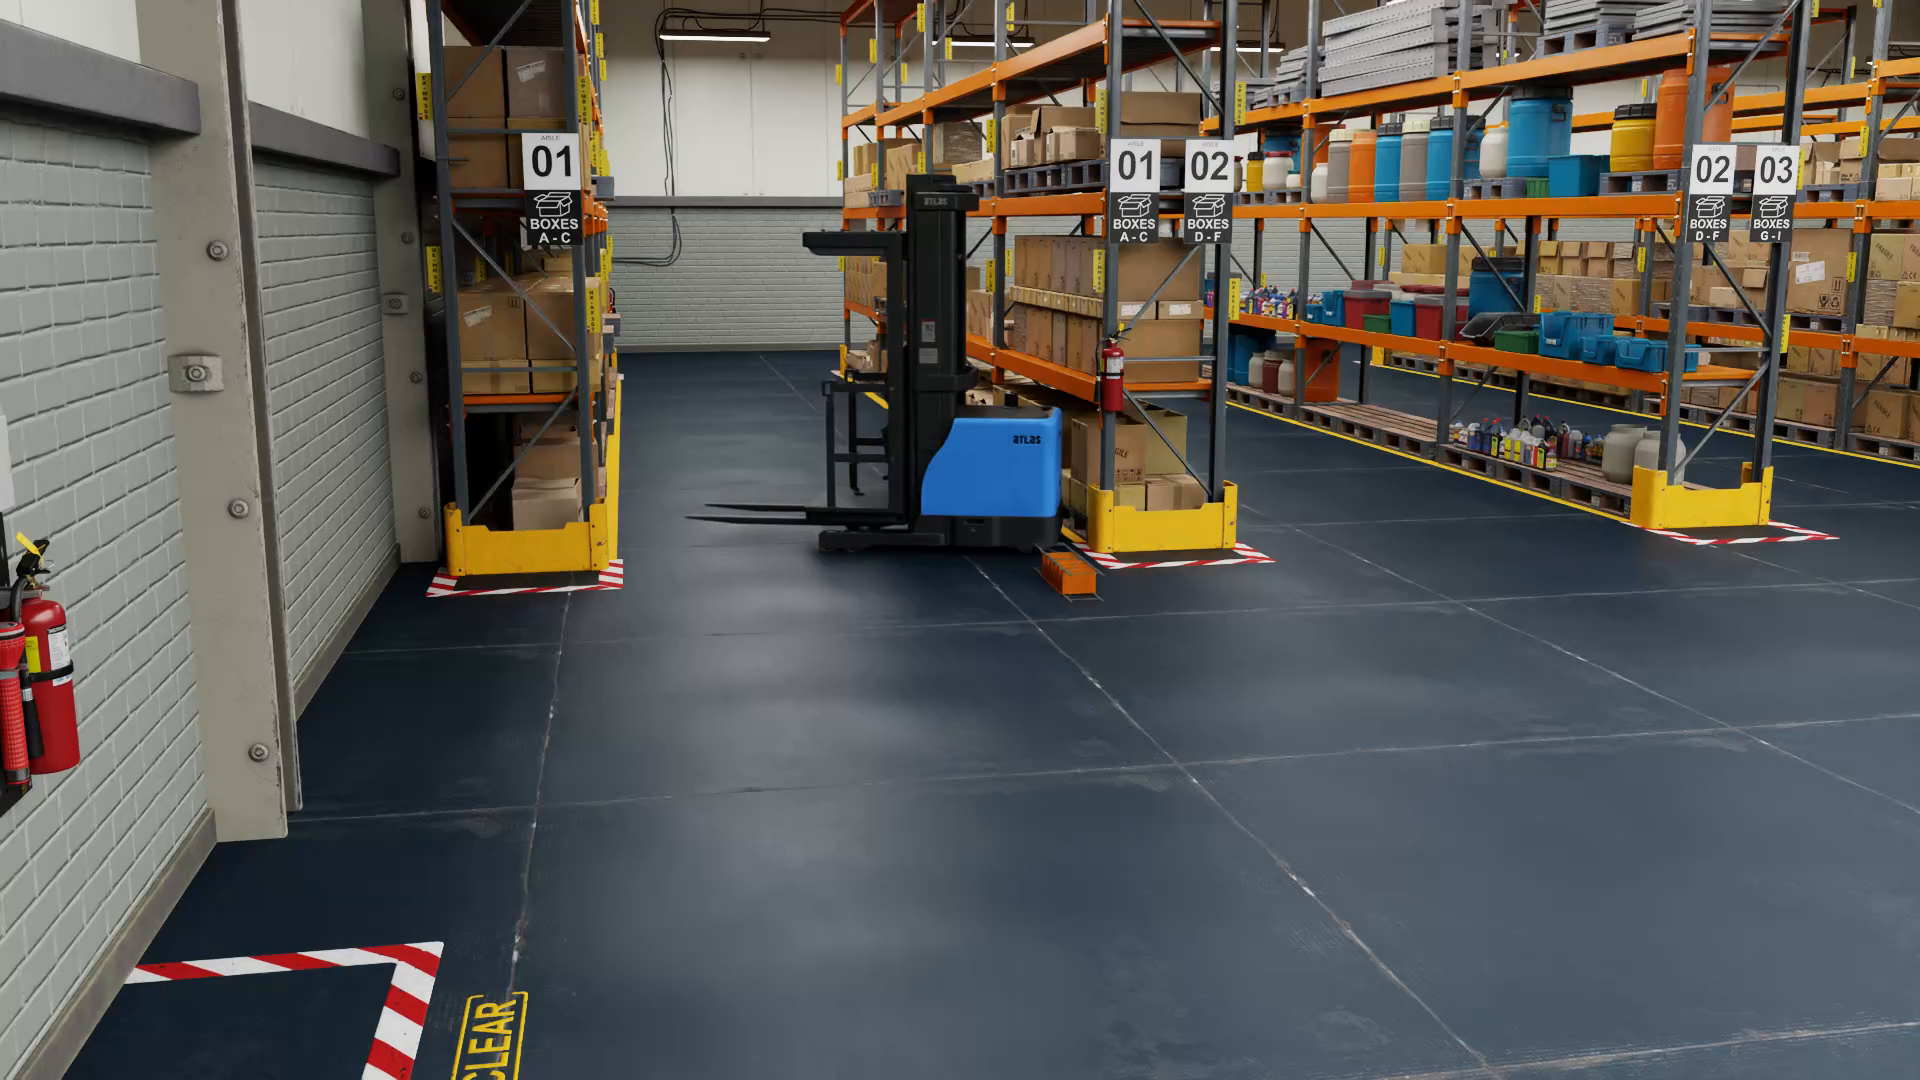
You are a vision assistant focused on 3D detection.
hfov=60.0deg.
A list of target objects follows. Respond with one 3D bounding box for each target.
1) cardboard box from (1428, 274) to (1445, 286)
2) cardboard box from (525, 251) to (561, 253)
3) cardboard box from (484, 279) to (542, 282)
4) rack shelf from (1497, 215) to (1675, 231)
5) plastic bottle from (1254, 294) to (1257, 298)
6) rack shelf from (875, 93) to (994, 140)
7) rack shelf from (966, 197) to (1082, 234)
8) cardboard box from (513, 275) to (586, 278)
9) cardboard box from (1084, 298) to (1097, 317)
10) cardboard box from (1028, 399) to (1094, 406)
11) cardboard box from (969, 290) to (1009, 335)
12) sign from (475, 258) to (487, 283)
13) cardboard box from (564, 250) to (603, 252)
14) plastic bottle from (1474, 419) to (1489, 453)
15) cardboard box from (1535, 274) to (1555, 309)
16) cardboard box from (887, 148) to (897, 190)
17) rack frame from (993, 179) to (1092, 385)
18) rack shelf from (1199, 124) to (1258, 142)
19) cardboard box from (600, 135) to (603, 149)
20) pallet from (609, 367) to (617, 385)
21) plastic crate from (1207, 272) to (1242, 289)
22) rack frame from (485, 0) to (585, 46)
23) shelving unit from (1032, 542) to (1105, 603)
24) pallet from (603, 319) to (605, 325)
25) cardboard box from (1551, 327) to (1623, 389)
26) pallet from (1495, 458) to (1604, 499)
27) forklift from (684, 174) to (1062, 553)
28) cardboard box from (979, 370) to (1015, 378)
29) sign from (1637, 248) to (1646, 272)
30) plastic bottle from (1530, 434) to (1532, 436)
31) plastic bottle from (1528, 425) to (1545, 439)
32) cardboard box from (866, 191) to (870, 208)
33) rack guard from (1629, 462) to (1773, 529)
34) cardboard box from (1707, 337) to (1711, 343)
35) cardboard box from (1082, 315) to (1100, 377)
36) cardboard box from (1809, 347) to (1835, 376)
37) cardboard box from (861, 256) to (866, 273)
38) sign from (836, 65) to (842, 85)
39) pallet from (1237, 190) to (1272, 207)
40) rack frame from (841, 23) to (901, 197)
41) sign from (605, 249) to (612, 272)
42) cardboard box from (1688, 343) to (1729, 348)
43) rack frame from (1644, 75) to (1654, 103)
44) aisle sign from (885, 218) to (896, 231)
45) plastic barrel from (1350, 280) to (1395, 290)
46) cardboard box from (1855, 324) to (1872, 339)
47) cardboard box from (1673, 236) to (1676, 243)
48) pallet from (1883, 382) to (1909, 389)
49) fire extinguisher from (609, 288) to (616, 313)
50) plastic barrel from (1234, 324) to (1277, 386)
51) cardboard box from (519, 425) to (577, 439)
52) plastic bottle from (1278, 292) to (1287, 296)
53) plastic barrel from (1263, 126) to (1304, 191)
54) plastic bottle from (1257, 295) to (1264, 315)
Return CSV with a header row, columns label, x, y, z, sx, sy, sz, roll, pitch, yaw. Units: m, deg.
label,x,y,z,sx,sy,sz,roll,pitch,yaw
cardboard box,8.364,-4.411,28.457,0.500,0.250,0.500,-2,11,-12
cardboard box,-5.329,-3.549,21.196,0.500,0.250,0.500,-2,11,-12
cardboard box,-4.032,-2.094,15.019,0.500,0.500,0.500,-2,11,-11
rack shelf,9.394,-4.739,24.476,1.077,0.370,4.000,-2,11,-11
plastic bottle,4.203,-3.344,23.555,0.061,0.283,0.133,-2,11,-11
rack shelf,-0.324,-5.657,22.344,1.077,0.370,4.000,-2,11,-11
rack shelf,0.454,-3.646,18.733,1.077,0.370,4.000,-2,11,-11
cardboard box,-4.341,-2.561,17.683,0.700,0.500,0.500,-1,11,-3
cardboard box,1.258,-1.951,13.924,0.380,0.149,0.250,-2,11,-12
cardboard box,0.920,-1.012,15.215,0.500,0.500,0.500,-2,11,-11
cardboard box,0.408,-2.635,19.250,0.500,0.500,0.500,-3,11,-14
sign,-4.559,-2.526,15.851,0.100,0.325,0.005,-2,11,-11
cardboard box,-5.040,-3.755,22.281,0.500,0.250,0.500,-2,11,-10
plastic bottle,5.453,-1.090,17.311,0.144,0.351,0.185,-2,11,-9
cardboard box,9.045,-3.758,25.150,0.500,0.500,0.500,-2,11,-12
cardboard box,-0.687,-5.310,23.890,0.600,0.600,0.600,-3,11,-16
rack frame,0.843,-2.159,17.019,1.000,3.000,0.127,-2,11,-11
rack shelf,3.758,-6.570,27.141,1.077,0.370,4.000,-2,11,-11
cardboard box,-5.435,-5.610,24.133,0.500,0.500,0.500,-2,11,-12
pallet,-6.117,-2.666,27.137,1.003,0.211,1.213,-2,11,-11
plastic crate,4.219,-4.040,26.567,0.402,0.464,0.583,-2,11,-11
rack frame,-4.015,-4.926,15.508,1.000,3.000,0.127,-2,11,-11
shelving unit,0.770,0.225,11.998,0.258,0.189,1.200,-2,11,-10
pallet,-4.368,-2.256,18.041,1.003,0.211,1.213,-2,11,-11
cardboard box,9.504,-2.706,24.451,1.225,0.875,0.875,-2,11,-11
pallet,6.033,-0.620,16.389,1.003,0.211,1.213,-2,11,-11
forklift,-0.699,-1.437,13.408,3.031,2.935,1.130,1,11,6
cardboard box,0.409,-1.937,20.581,0.500,0.311,0.500,-2,11,-10
sign,9.239,-3.800,22.545,0.100,0.325,0.005,-2,11,-11
plastic bottle,5.713,-0.951,16.779,0.152,0.276,0.135,-2,11,-11
plastic bottle,6.008,-1.064,17.372,0.152,0.276,0.135,-2,11,-11
cardboard box,-1.155,-5.198,25.363,0.500,0.250,0.500,-2,11,-11
rack guard,6.420,-0.389,14.405,1.175,0.500,0.348,-2,11,-11
cardboard box,13.240,-3.538,29.174,0.380,0.149,0.250,-3,11,-13
cardboard box,1.436,-1.657,14.112,0.700,0.500,0.500,-2,11,-10
cardboard box,13.878,-2.884,26.389,0.500,0.500,0.500,-2,11,-8
cardboard box,-1.265,-4.436,26.041,0.500,0.500,0.500,-2,11,-11
sign,-2.023,-7.785,27.823,0.100,0.325,0.005,-2,11,-11
pallet,4.619,-4.839,23.579,1.003,0.211,1.213,-2,11,-11
rack frame,-1.491,-7.307,28.021,1.000,3.000,0.127,-2,11,-11
sign,-5.041,-3.997,23.790,0.100,0.325,0.005,-2,11,-11
cardboard box,9.943,-2.487,22.245,0.500,0.250,0.500,-2,11,-9
rack frame,13.112,-7.829,30.760,1.000,3.000,0.127,-2,11,-11
aisle sign,-1.203,-5.661,28.463,0.394,0.787,0.004,-2,11,-11
plastic barrel,5.312,-3.065,21.414,0.600,0.536,0.708,-2,11,-11
cardboard box,10.308,-2.345,18.667,0.380,0.149,0.250,-2,11,-11
cardboard box,13.123,-5.287,29.717,0.500,0.500,0.500,-2,11,-12
pallet,14.518,-2.188,24.627,1.003,0.211,1.213,-2,11,-11
fire extinguisher,-5.926,-4.003,27.907,0.296,0.674,0.183,-2,11,-11
plastic barrel,4.374,-2.751,24.617,0.600,0.901,0.708,-2,11,-11
cardboard box,-3.774,-0.778,15.269,0.500,0.500,0.500,-3,11,-15
plastic bottle,4.736,-3.500,24.396,0.152,0.276,0.135,-2,11,-11
plastic barrel,4.629,-5.425,23.688,0.600,0.901,0.708,-2,11,-11
plastic bottle,4.205,-3.283,23.236,0.061,0.283,0.133,-2,11,-11
